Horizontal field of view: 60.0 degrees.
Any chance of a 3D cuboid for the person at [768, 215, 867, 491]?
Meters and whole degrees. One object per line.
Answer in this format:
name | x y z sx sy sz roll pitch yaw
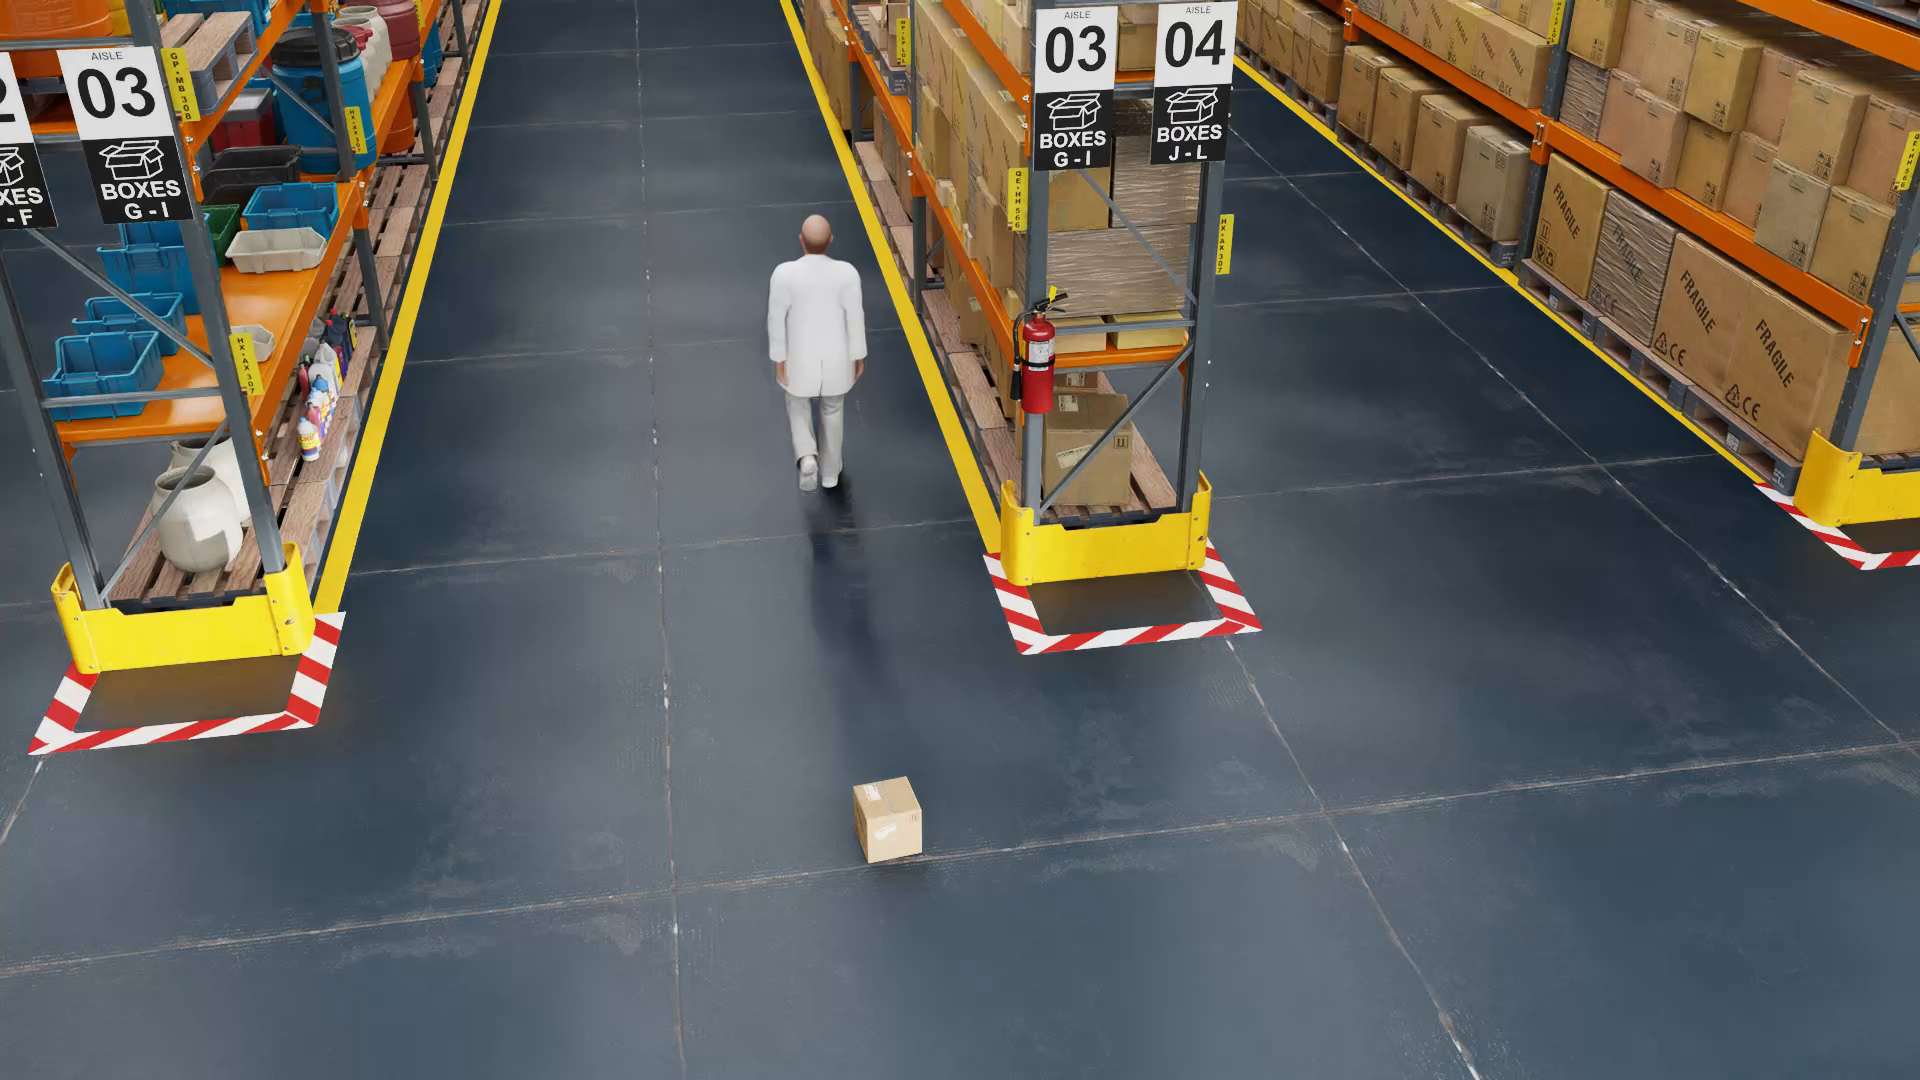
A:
person | -0.850 -1.106 10.004 0.583 1.765 0.645 -3 30 -5
